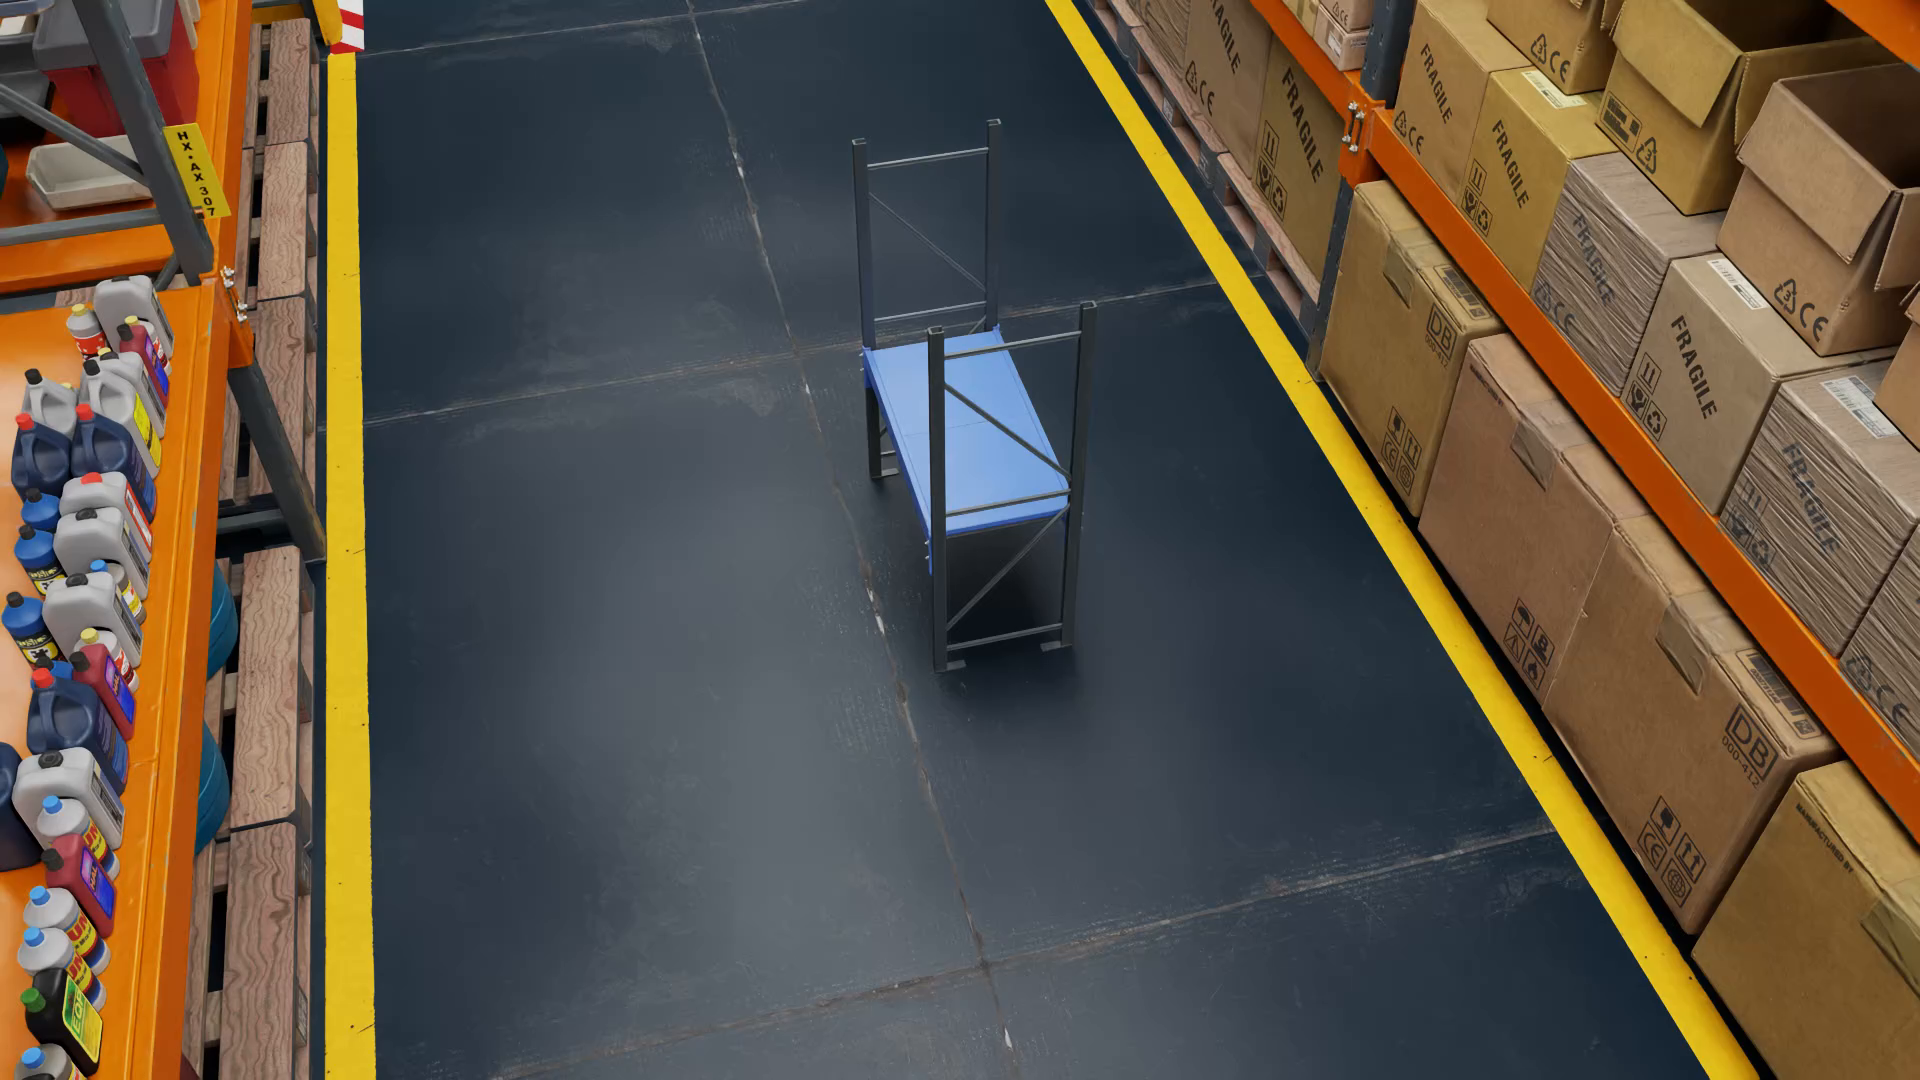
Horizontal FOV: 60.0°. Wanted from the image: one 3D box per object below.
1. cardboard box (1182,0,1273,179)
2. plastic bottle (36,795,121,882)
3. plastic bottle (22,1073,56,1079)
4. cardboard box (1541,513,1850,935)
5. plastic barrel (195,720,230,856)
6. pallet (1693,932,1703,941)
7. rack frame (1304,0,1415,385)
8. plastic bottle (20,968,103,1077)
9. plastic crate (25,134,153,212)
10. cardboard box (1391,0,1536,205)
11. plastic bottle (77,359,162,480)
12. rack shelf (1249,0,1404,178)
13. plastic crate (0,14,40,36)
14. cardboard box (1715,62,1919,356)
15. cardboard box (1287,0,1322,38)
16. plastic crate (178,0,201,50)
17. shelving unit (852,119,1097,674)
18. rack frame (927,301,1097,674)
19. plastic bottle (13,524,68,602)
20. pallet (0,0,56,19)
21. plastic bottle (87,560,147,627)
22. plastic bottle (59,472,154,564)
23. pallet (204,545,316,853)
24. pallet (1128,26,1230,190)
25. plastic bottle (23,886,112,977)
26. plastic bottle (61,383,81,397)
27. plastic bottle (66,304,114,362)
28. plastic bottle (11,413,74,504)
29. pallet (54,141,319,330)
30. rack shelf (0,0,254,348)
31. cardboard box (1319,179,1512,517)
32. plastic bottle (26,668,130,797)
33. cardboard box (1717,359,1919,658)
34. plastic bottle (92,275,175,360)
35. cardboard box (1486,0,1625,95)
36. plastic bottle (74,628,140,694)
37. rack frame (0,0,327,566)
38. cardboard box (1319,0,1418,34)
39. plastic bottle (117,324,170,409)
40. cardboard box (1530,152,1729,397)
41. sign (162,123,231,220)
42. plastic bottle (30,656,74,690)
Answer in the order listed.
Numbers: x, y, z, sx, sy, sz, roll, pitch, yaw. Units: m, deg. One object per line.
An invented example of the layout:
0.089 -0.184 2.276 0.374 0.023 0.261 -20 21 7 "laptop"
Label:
1.619 -2.321 7.618 0.875 0.875 0.875 -11 47 -10 "cardboard box"
-1.920 0.646 3.606 0.097 0.271 0.097 0 46 0 "plastic bottle"
-1.730 1.104 3.149 0.061 0.283 0.133 -11 47 -10 "plastic bottle"
2.587 0.436 4.917 1.225 0.875 0.875 -11 47 -10 "cardboard box"
-2.543 0.535 4.801 0.600 0.901 0.708 -11 47 -10 "plastic barrel"
2.836 1.354 4.775 1.003 0.211 1.213 -11 47 -10 "pallet"
1.941 -1.826 5.939 1.000 3.000 0.127 -11 47 -10 "rack frame"
-1.789 0.945 3.305 0.061 0.283 0.133 -11 47 -10 "plastic bottle"
-2.828 -1.196 5.465 0.396 0.136 0.243 -11 47 -10 "plastic crate"
1.817 -1.497 5.547 0.500 0.500 0.500 -11 47 -10 "cardboard box"
-2.296 -0.328 4.506 0.144 0.351 0.185 -11 47 -10 "plastic bottle"
1.429 -2.955 7.549 1.077 0.370 4.000 -11 47 -10 "rack shelf"
-3.584 -1.996 6.249 0.293 0.136 0.466 -11 47 -10 "plastic crate"
2.451 -0.870 4.230 0.797 0.503 0.637 -9 46 -9 "cardboard box"
1.480 -2.066 6.351 0.380 0.149 0.250 -10 46 -10 "cardboard box"
-3.060 -1.988 6.139 0.437 0.282 0.530 -11 47 -10 "plastic crate"
0.022 -0.466 5.657 0.538 1.500 1.048 -11 47 -10 "shelving unit"
0.152 -0.115 5.313 0.500 1.500 0.032 -11 47 -10 "rack frame"
-2.293 0.067 4.174 0.097 0.271 0.097 0 46 0 "plastic bottle"
-2.552 -1.381 3.535 1.213 0.211 1.003 -11 47 -10 "pallet"
-2.121 0.131 4.161 0.097 0.201 0.097 0 46 0 "plastic bottle"
-2.211 -0.063 4.299 0.152 0.276 0.135 -11 47 -10 "plastic bottle"
-2.690 0.596 5.518 1.003 0.211 1.213 -11 47 -10 "pallet"
1.506 -2.233 8.290 1.003 0.211 1.213 -11 47 -10 "pallet"
-1.861 0.806 3.450 0.097 0.271 0.097 0 46 0 "plastic bottle"
-2.456 -0.350 4.632 0.097 0.201 0.097 0 46 0 "plastic bottle"
-2.550 -0.602 4.879 0.097 0.201 0.097 0 46 0 "plastic bottle"
-2.388 -0.174 4.355 0.144 0.351 0.185 -11 47 -10 "plastic bottle"
-3.389 -1.289 7.365 1.003 0.211 1.213 -11 47 -10 "pallet"
-3.359 -2.049 6.662 1.077 0.370 4.000 -11 47 -10 "rack shelf"
2.124 -0.791 6.118 1.225 0.875 0.875 -11 47 -10 "cardboard box"
-2.014 0.432 3.760 0.144 0.351 0.185 -11 47 -10 "plastic bottle"
2.341 -0.098 4.175 0.500 0.500 0.500 -12 47 -12 "cardboard box"
-2.434 -0.664 4.887 0.152 0.276 0.135 -11 47 -10 "plastic bottle"
2.112 -1.772 5.114 0.797 0.503 0.637 -12 47 -11 "cardboard box"
-2.061 0.291 4.004 0.097 0.201 0.097 0 46 0 "plastic bottle"
-2.847 -0.920 5.051 1.000 3.000 0.127 -11 47 -10 "rack frame"
1.574 -2.134 6.138 0.500 0.250 0.500 -12 47 -11 "cardboard box"
-2.330 -0.515 4.736 0.061 0.283 0.133 -11 47 -10 "plastic bottle"
2.074 -0.805 4.869 0.500 0.500 0.500 -12 47 -11 "cardboard box"
-2.315 -1.116 5.050 0.100 0.325 0.005 -11 47 -10 "sign"
-2.086 0.370 3.878 0.097 0.271 0.097 0 46 0 "plastic bottle"
